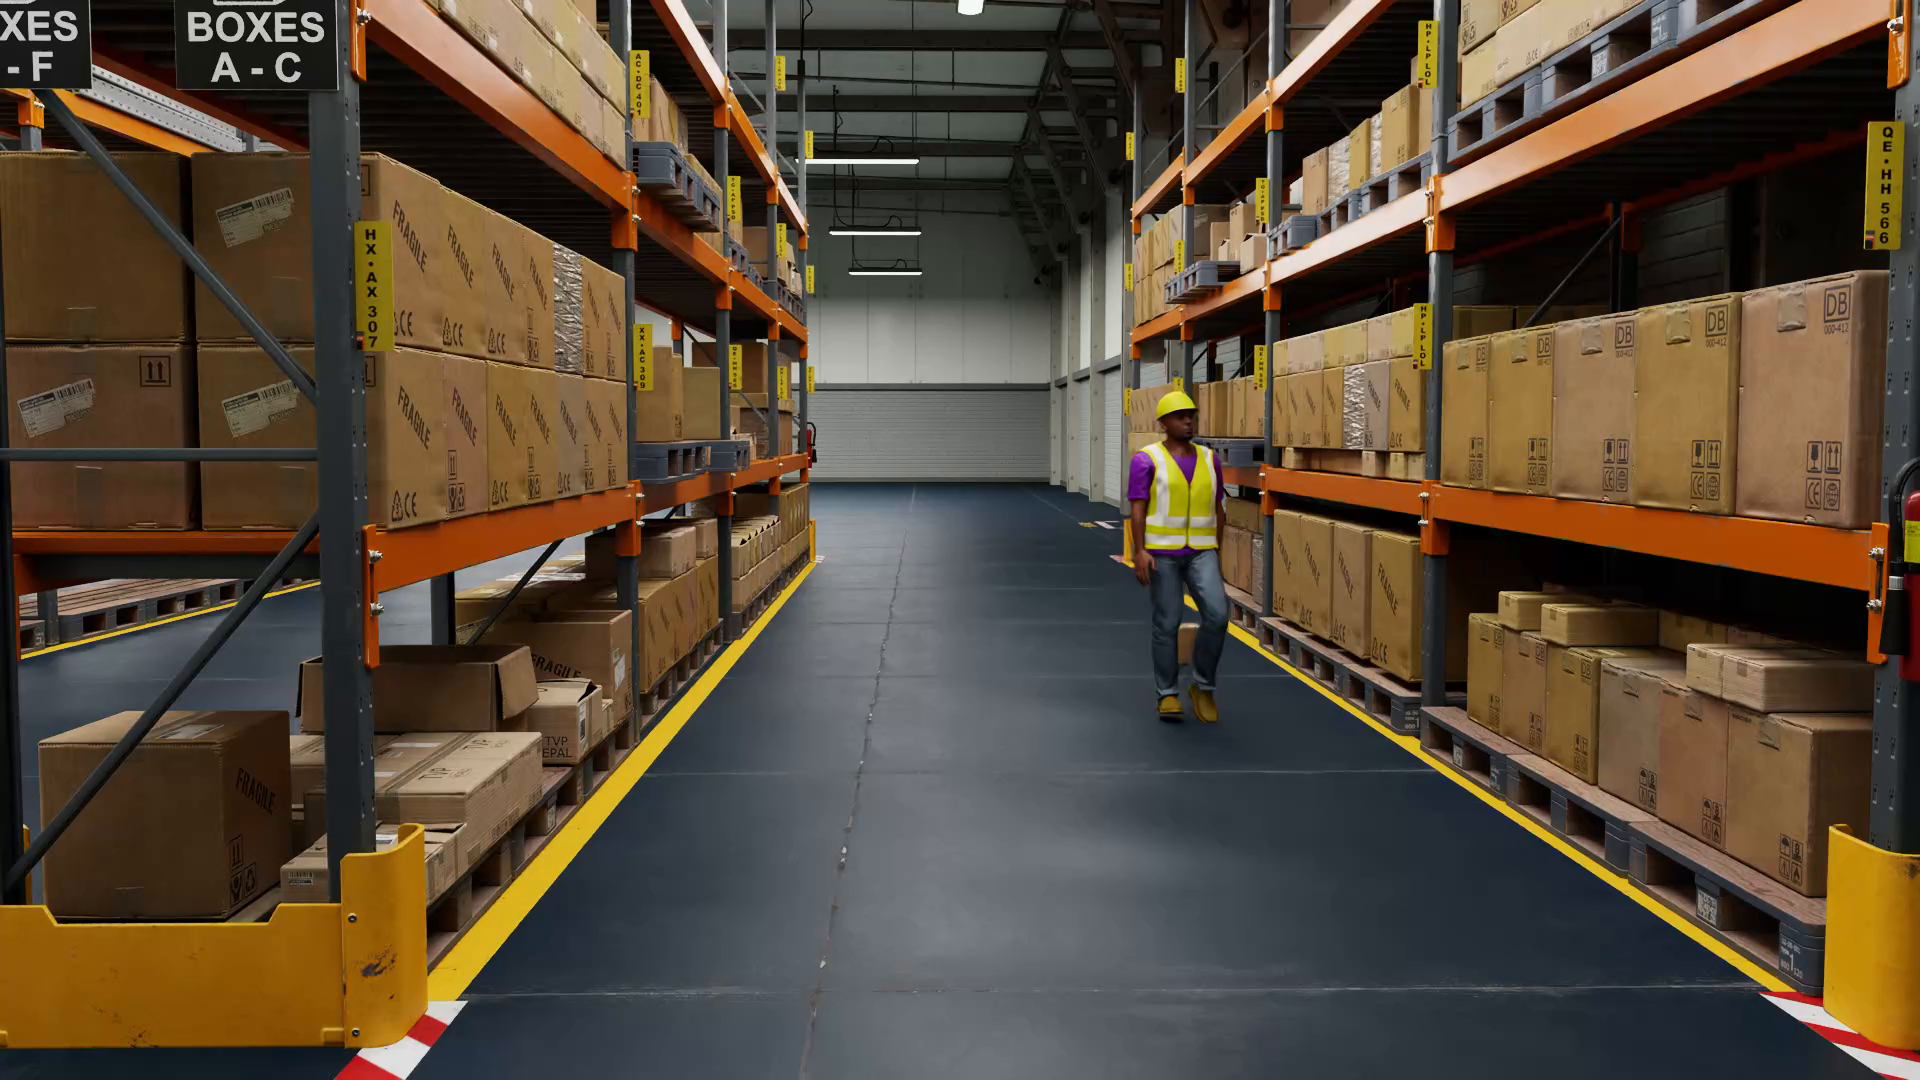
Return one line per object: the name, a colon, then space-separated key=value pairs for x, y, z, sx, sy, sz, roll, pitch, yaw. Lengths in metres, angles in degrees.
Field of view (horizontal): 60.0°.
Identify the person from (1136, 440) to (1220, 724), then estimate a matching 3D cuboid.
person: x=-7.843 y=-0.960 z=14.444 sx=16.431 sy=3.213 sz=14.161 roll=-1 pitch=4 yaw=-10
